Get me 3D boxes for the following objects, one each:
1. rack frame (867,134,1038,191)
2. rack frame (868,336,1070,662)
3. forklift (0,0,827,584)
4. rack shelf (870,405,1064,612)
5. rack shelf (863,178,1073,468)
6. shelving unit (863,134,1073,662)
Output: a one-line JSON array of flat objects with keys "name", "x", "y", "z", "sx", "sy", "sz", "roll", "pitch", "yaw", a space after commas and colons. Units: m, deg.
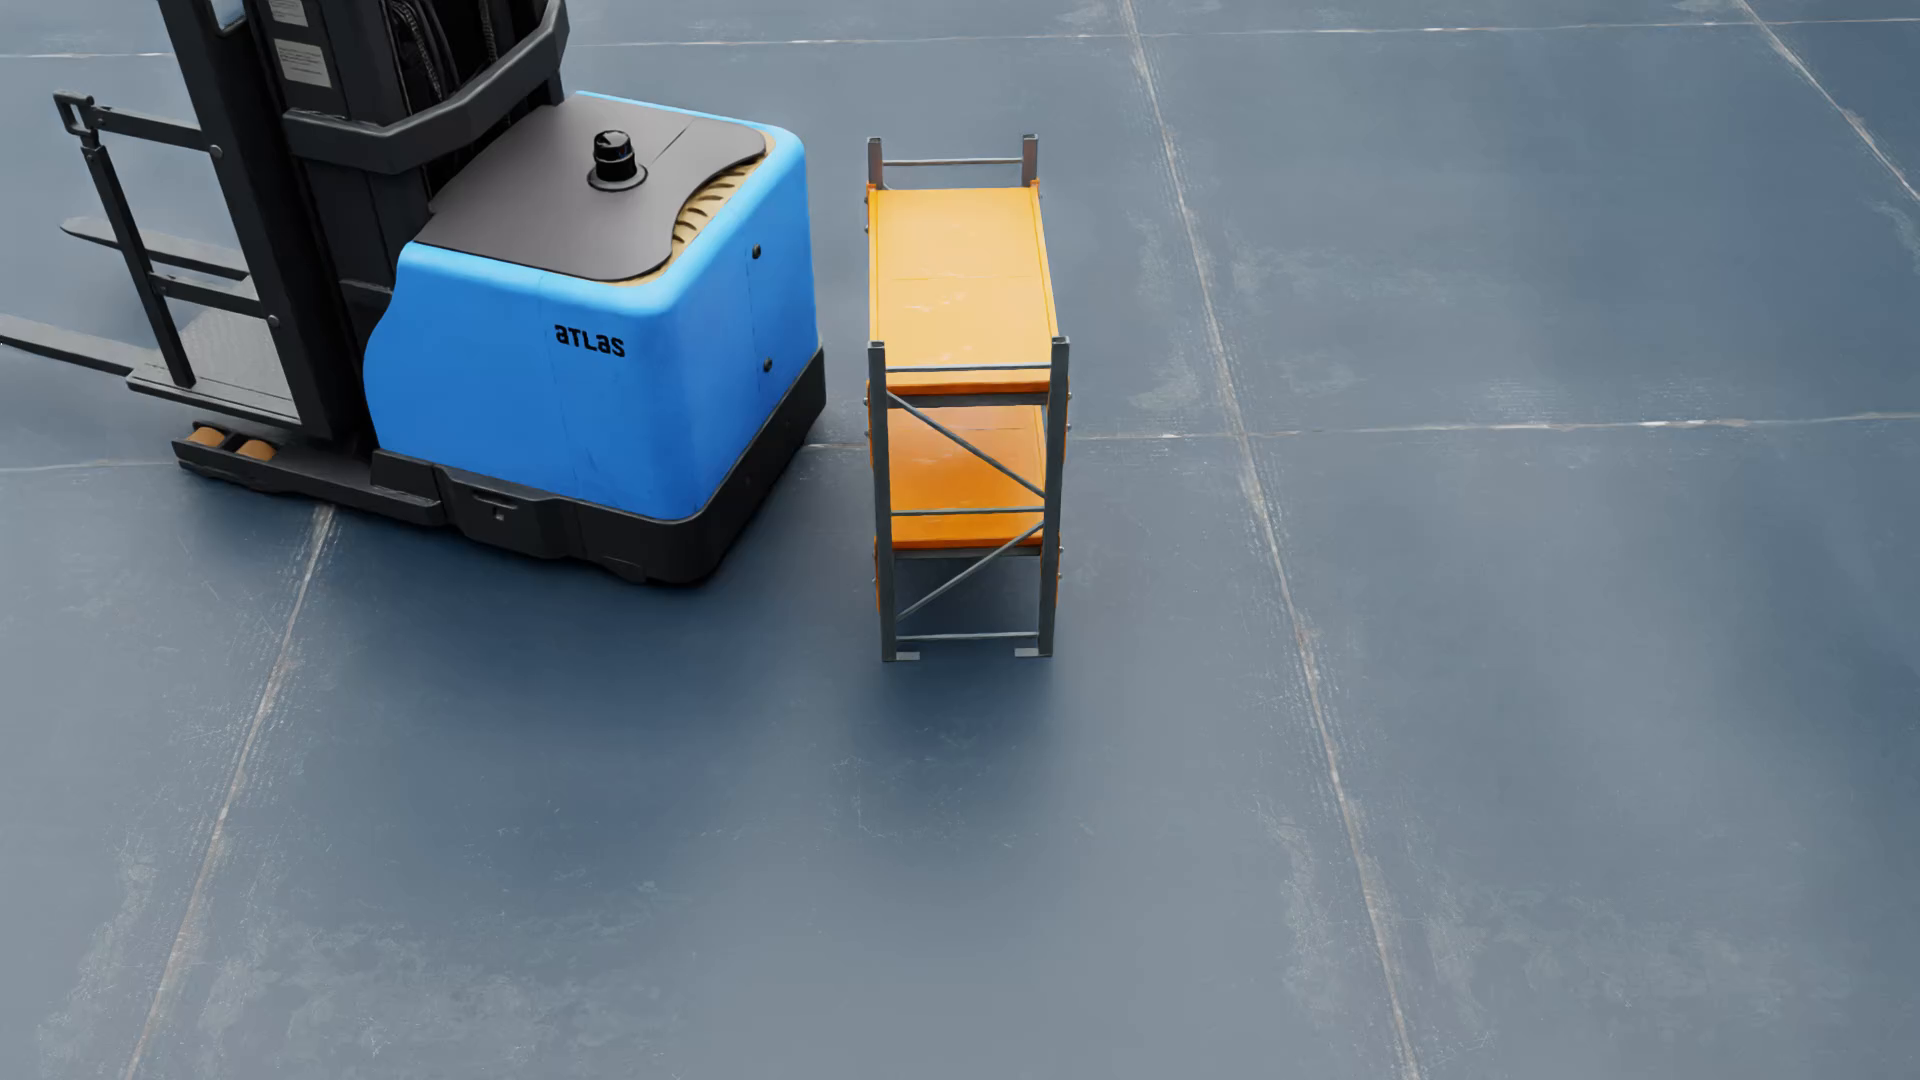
[{"name": "rack frame", "x": -0.022, "y": -0.762, "z": 5.249, "sx": 0.500, "sy": 1.125, "sz": 0.032, "roll": -2, "pitch": 43, "yaw": -2}, {"name": "rack frame", "x": 0.021, "y": -0.076, "z": 4.500, "sx": 0.500, "sy": 1.125, "sz": 0.032, "roll": -2, "pitch": 43, "yaw": -2}, {"name": "forklift", "x": -2.027, "y": -1.560, "z": 4.783, "sx": 3.031, "sy": 2.935, "sz": 1.130, "roll": 14, "pitch": 44, "yaw": 15}, {"name": "rack shelf", "x": 0.000, "y": -0.239, "z": 5.040, "sx": 0.538, "sy": 0.278, "sz": 1.000, "roll": -2, "pitch": 43, "yaw": -2}, {"name": "rack shelf", "x": 0.000, "y": -0.635, "z": 4.677, "sx": 0.538, "sy": 0.278, "sz": 1.000, "roll": -2, "pitch": 43, "yaw": -2}, {"name": "shelving unit", "x": 0.000, "y": -0.419, "z": 4.875, "sx": 0.538, "sy": 1.125, "sz": 1.048, "roll": -2, "pitch": 43, "yaw": -2}]
